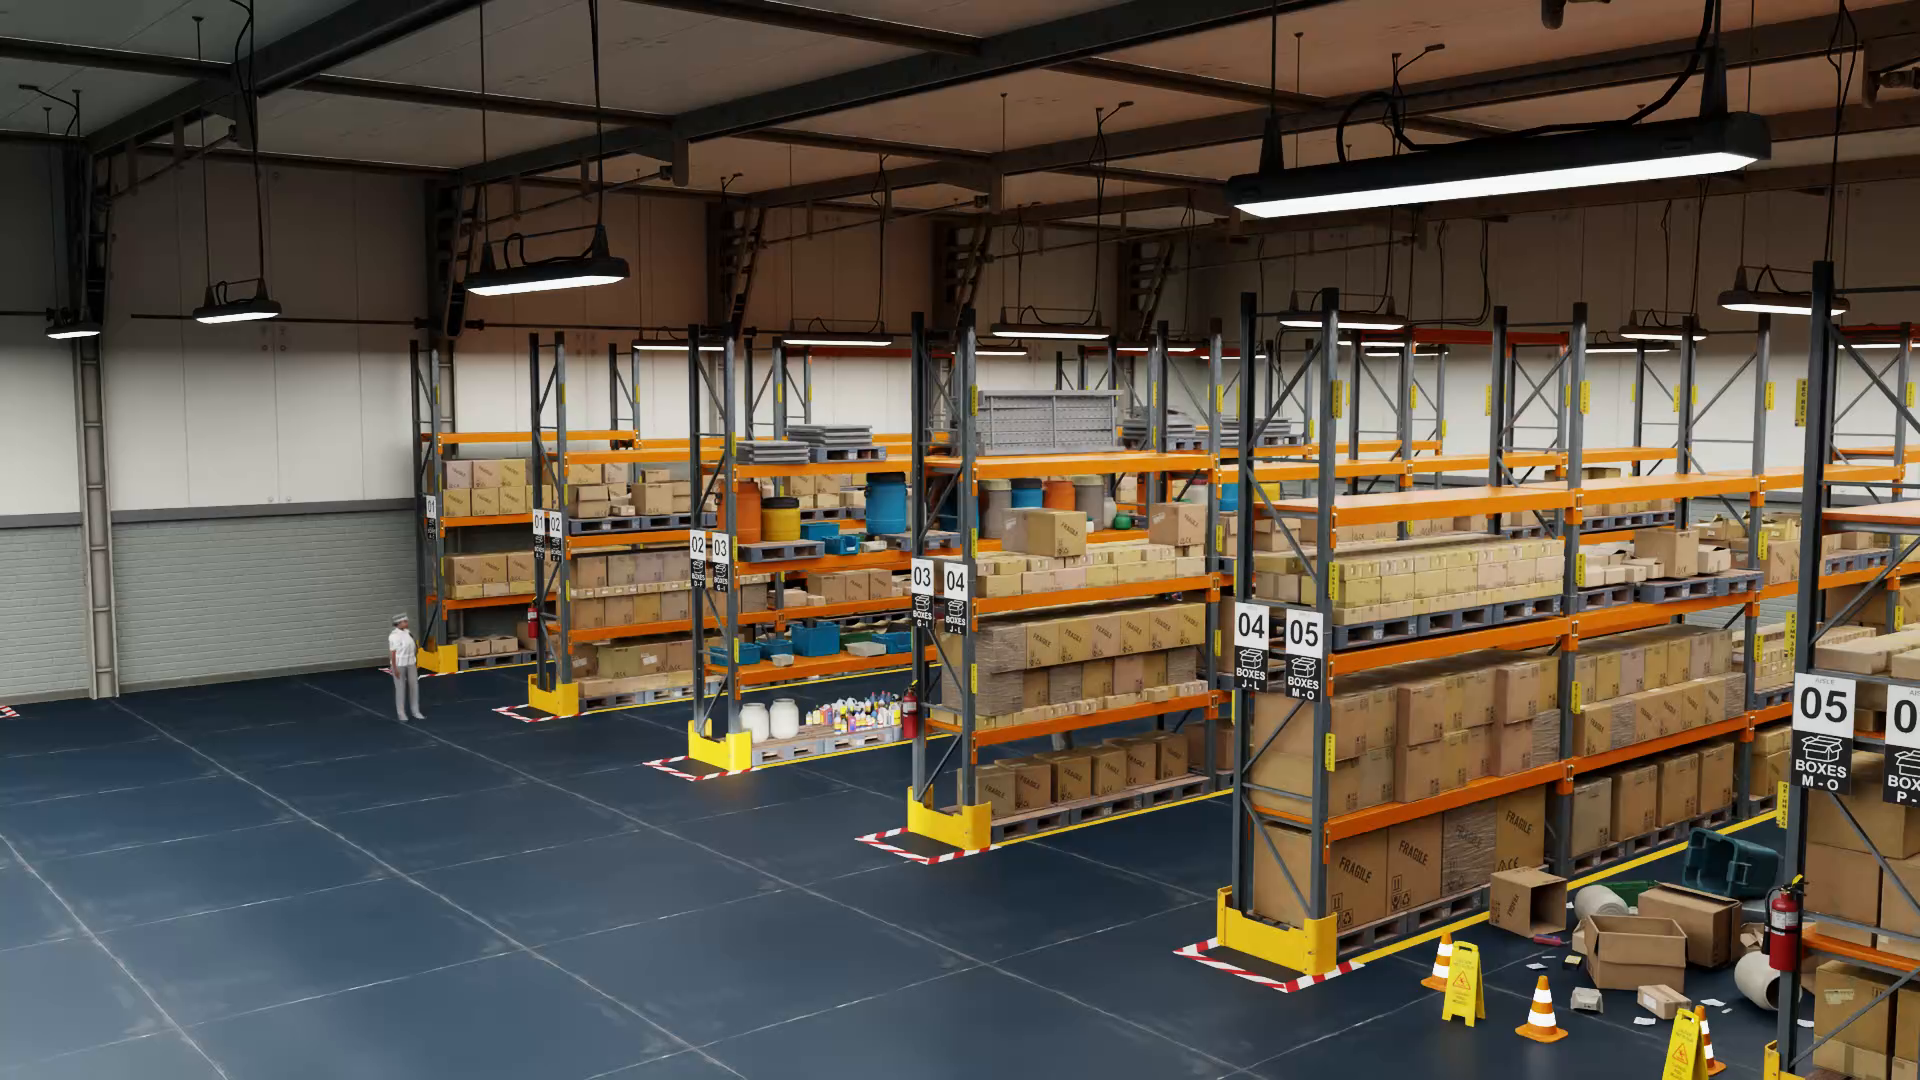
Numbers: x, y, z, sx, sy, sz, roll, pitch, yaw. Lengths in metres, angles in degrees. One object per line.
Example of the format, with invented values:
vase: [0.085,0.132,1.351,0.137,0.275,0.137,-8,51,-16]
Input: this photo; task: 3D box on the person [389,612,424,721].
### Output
person: [-8.613,1.959,25.769,0.383,1.680,0.498,4,7,39]

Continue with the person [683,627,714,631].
person: [-4.755,1.533,29.977,0.673,1.824,0.588,-1,5,-8]

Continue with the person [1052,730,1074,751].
person: [1.358,2.231,22.129,0.410,1.774,0.574,3,6,29]
